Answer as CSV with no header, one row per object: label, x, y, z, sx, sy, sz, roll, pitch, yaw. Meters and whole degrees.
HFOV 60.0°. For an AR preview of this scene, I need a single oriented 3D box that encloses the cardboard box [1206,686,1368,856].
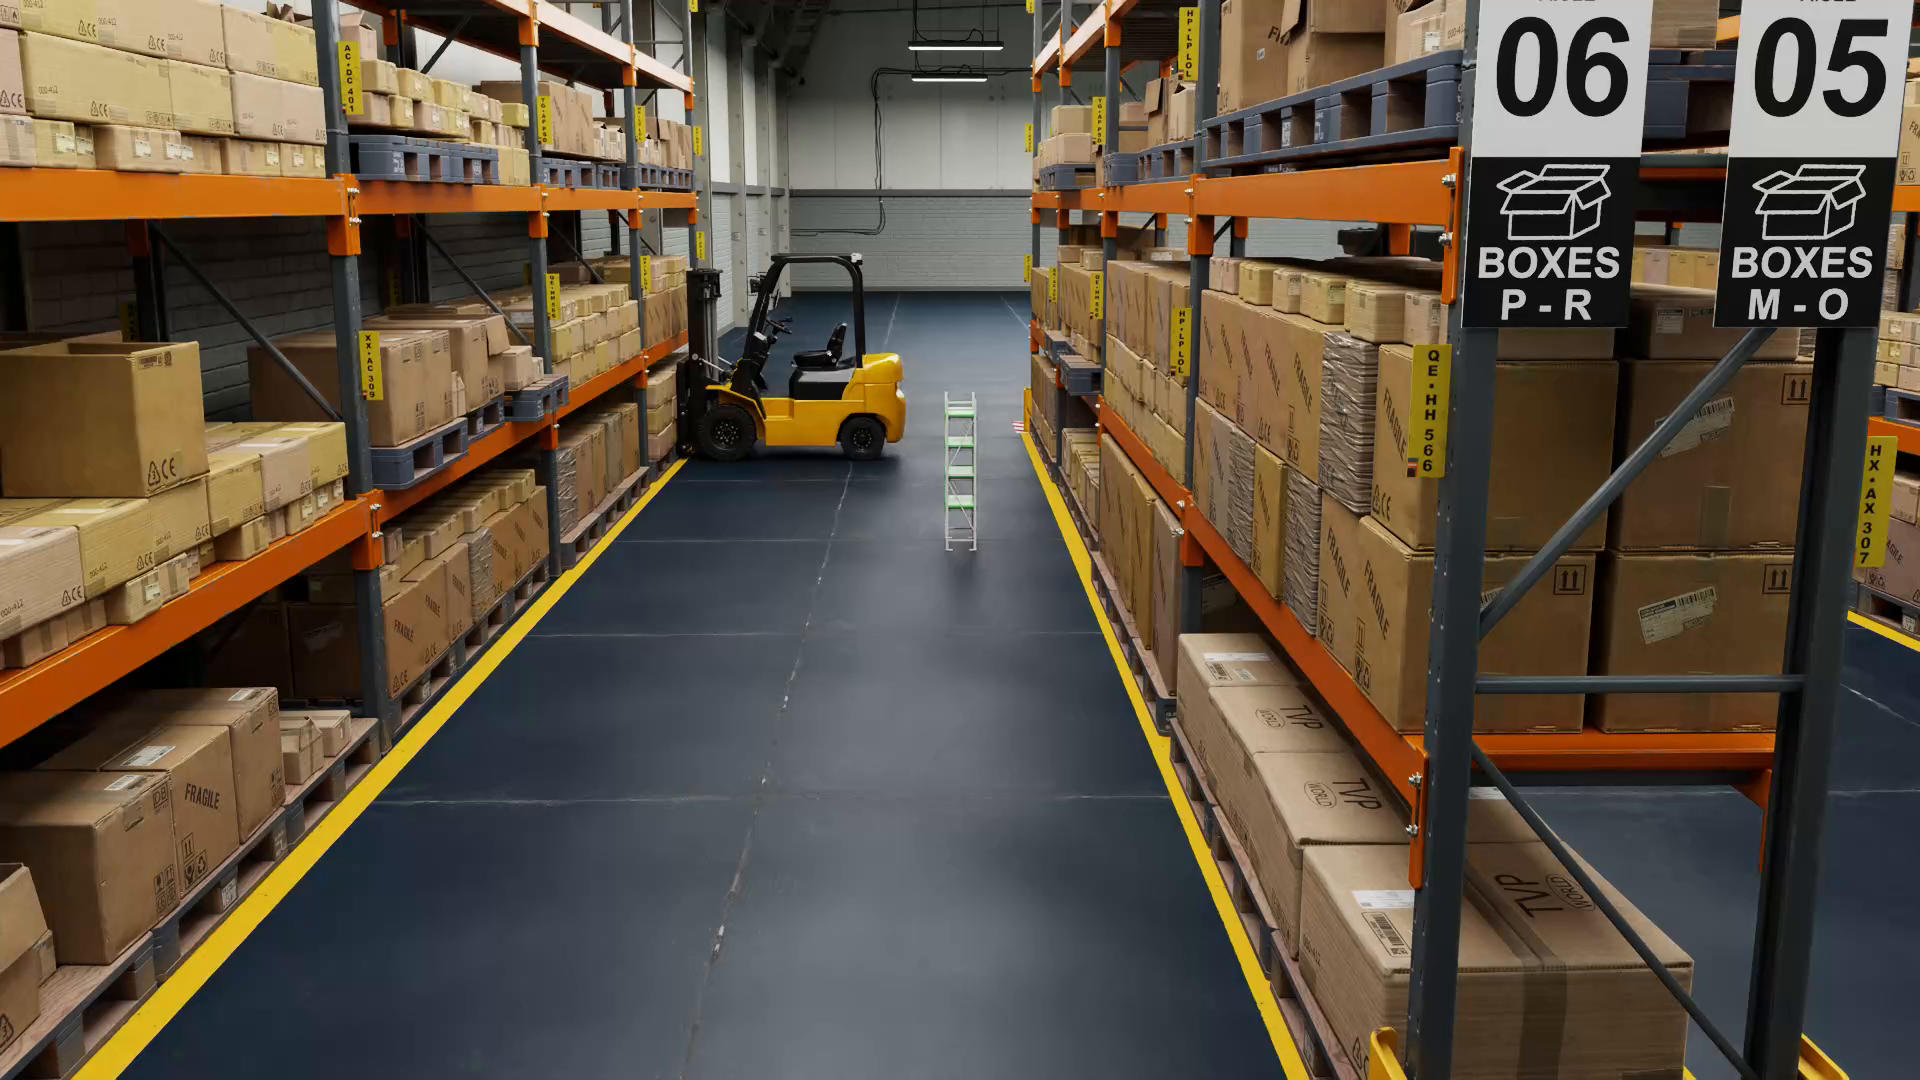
cardboard box,1.531,0.929,6.824,0.875,0.438,0.875,-1,11,-3

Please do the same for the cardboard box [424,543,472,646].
cardboard box,-3.168,0.314,9.697,0.500,0.500,0.500,-1,11,-3

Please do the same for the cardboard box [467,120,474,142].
cardboard box,-3.221,-2.518,10.255,0.380,0.149,0.250,0,11,-1

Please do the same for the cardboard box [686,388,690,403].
cardboard box,-3.251,-1.594,18.474,0.500,0.250,0.500,0,11,-2

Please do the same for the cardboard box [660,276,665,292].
cardboard box,-3.240,-2.629,17.092,0.380,0.149,0.250,0,11,-2

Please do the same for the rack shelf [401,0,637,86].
rack shelf,-3.480,-3.987,13.395,1.077,0.370,4.000,0,11,-1

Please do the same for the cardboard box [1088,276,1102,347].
cardboard box,1.236,-1.709,12.383,0.500,0.500,0.500,-1,11,-3

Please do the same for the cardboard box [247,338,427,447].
cardboard box,-3.143,-0.755,8.428,0.700,0.500,0.500,0,11,0

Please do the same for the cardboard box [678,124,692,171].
cardboard box,-3.352,-4.475,18.971,0.500,0.500,0.500,0,11,1

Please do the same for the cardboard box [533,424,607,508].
cardboard box,-3.474,-0.628,14.026,0.875,0.625,0.625,-1,11,-4

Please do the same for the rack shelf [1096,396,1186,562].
rack shelf,1.565,-0.469,10.137,1.077,0.370,4.000,0,11,-1

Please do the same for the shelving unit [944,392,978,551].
shelving unit,0.003,-0.555,13.278,0.258,1.200,0.503,0,11,-1

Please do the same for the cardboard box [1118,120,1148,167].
cardboard box,1.514,-2.927,12.646,0.700,0.500,0.500,0,11,-1

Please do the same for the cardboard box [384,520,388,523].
cardboard box,-3.660,-0.135,10.280,0.380,0.149,0.250,0,11,-1

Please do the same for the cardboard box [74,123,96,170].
cardboard box,-3.049,-1.273,5.378,0.380,0.149,0.250,0,11,-2

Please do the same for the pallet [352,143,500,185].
pallet,-3.324,-2.117,9.378,1.213,0.211,1.003,0,11,-1

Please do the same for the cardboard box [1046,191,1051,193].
cardboard box,1.117,-3.780,17.735,0.380,0.149,0.250,-1,11,-3

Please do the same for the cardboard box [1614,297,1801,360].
cardboard box,1.958,-0.558,4.366,0.380,0.149,0.250,0,11,0

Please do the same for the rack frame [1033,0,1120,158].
rack frame,1.358,-5.750,19.267,1.000,3.000,0.127,0,11,-1

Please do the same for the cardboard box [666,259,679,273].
cardboard box,-3.260,-2.977,18.060,0.380,0.149,0.250,0,11,0

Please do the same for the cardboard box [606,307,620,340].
cardboard box,-3.233,-1.864,14.324,0.500,0.250,0.500,0,11,0

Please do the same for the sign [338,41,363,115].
sign,-2.814,-2.130,7.670,0.100,0.325,0.005,0,11,-1

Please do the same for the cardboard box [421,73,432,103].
cardboard box,-2.995,-2.366,8.710,0.380,0.149,0.250,0,11,-2

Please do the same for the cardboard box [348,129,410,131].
cardboard box,-3.039,-2.167,8.478,0.380,0.149,0.250,0,11,-1

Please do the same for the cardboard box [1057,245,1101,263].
cardboard box,1.097,-2.638,15.330,0.380,0.149,0.250,0,11,-1

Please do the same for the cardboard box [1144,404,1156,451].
cardboard box,1.344,-0.640,9.549,0.500,0.250,0.500,-1,11,-3

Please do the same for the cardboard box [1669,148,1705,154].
cardboard box,6.154,-3.378,13.562,0.500,0.500,0.500,0,11,-1

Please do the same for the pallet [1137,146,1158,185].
pallet,1.616,-2.247,10.020,1.003,0.211,1.213,0,11,1

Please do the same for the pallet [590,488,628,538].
pallet,-3.439,-0.237,14.198,1.003,0.211,1.213,0,11,-1

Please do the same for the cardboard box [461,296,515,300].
cardboard box,-3.801,-1.882,13.410,0.380,0.149,0.250,0,11,-2

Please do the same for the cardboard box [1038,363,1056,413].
cardboard box,1.117,-1.665,18.197,0.500,0.500,0.500,0,11,0

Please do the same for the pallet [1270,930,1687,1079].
pallet,1.594,1.579,5.245,1.003,0.211,1.213,0,11,-1

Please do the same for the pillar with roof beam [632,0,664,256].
pillar with roof beam,-0.311,-6.797,24.429,9.100,9.000,0.400,0,11,-1

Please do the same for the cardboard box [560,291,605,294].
cardboard box,-3.237,-2.039,14.184,0.380,0.149,0.250,0,11,-1

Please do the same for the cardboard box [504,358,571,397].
cardboard box,-3.204,-1.214,12.375,0.500,0.250,0.500,0,11,-1

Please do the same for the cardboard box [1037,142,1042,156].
cardboard box,1.057,-4.326,18.418,0.380,0.149,0.250,0,11,-1

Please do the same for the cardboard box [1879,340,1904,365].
cardboard box,6.302,-1.234,10.926,0.380,0.149,0.250,0,11,-1

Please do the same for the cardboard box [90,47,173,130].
cardboard box,-3.073,-1.545,5.715,0.500,0.250,0.500,0,11,-2

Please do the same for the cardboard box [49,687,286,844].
cardboard box,-3.192,0.913,6.746,0.700,0.500,0.500,-1,11,-3

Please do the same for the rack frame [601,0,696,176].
rack frame,-3.604,-5.729,19.163,1.000,3.000,0.127,0,11,-1

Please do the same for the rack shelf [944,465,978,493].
rack shelf,0.003,-0.492,13.290,0.258,0.148,0.480,0,11,-1

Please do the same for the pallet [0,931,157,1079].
pallet,-3.293,1.585,5.215,1.003,0.211,1.213,0,11,-1

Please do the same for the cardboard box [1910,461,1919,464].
cardboard box,6.768,-0.373,11.197,0.500,0.250,0.500,0,11,0

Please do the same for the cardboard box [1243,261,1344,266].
cardboard box,1.422,-1.116,7.117,0.380,0.149,0.250,0,11,-2

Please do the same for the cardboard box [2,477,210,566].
cardboard box,-3.070,-0.074,6.009,0.500,0.250,0.500,-1,11,-3

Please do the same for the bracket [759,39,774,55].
bracket,-4.570,-11.528,38.696,0.076,0.066,4.783,0,11,-1

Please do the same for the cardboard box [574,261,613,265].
cardboard box,-3.825,-2.823,17.298,0.380,0.149,0.250,0,11,-2

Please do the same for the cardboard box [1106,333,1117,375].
cardboard box,1.287,-1.289,11.489,0.500,0.250,0.500,0,11,-2

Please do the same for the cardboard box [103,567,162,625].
cardboard box,-2.983,0.192,5.698,0.380,0.149,0.250,-1,11,-3

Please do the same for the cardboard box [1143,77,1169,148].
cardboard box,1.682,-2.871,11.308,0.797,0.503,0.637,-1,12,-5

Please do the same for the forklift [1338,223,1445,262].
forklift,3.390,-1.247,12.336,1.130,2.935,3.031,0,11,1

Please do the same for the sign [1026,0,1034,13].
sign,0.816,-6.244,19.155,0.100,0.325,0.005,0,11,-1

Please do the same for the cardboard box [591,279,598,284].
cardboard box,-3.822,-2.525,16.579,0.380,0.149,0.250,0,11,0

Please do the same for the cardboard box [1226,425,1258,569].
cardboard box,1.364,-0.180,6.650,0.500,0.500,0.500,0,11,-1

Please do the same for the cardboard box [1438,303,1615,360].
cardboard box,1.481,-0.556,4.360,0.380,0.149,0.250,0,11,0

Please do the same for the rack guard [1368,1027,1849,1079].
rack guard,1.689,1.601,4.411,1.175,0.500,0.348,0,11,-1

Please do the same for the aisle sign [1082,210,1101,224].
aisle sign,1.647,-4.097,19.672,0.394,0.787,0.004,0,11,-1

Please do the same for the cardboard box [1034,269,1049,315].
cardboard box,1.105,-2.806,18.847,0.500,0.500,0.500,0,11,1

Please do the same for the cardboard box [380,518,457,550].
cardboard box,-3.187,-0.033,9.779,0.380,0.149,0.250,0,11,1
